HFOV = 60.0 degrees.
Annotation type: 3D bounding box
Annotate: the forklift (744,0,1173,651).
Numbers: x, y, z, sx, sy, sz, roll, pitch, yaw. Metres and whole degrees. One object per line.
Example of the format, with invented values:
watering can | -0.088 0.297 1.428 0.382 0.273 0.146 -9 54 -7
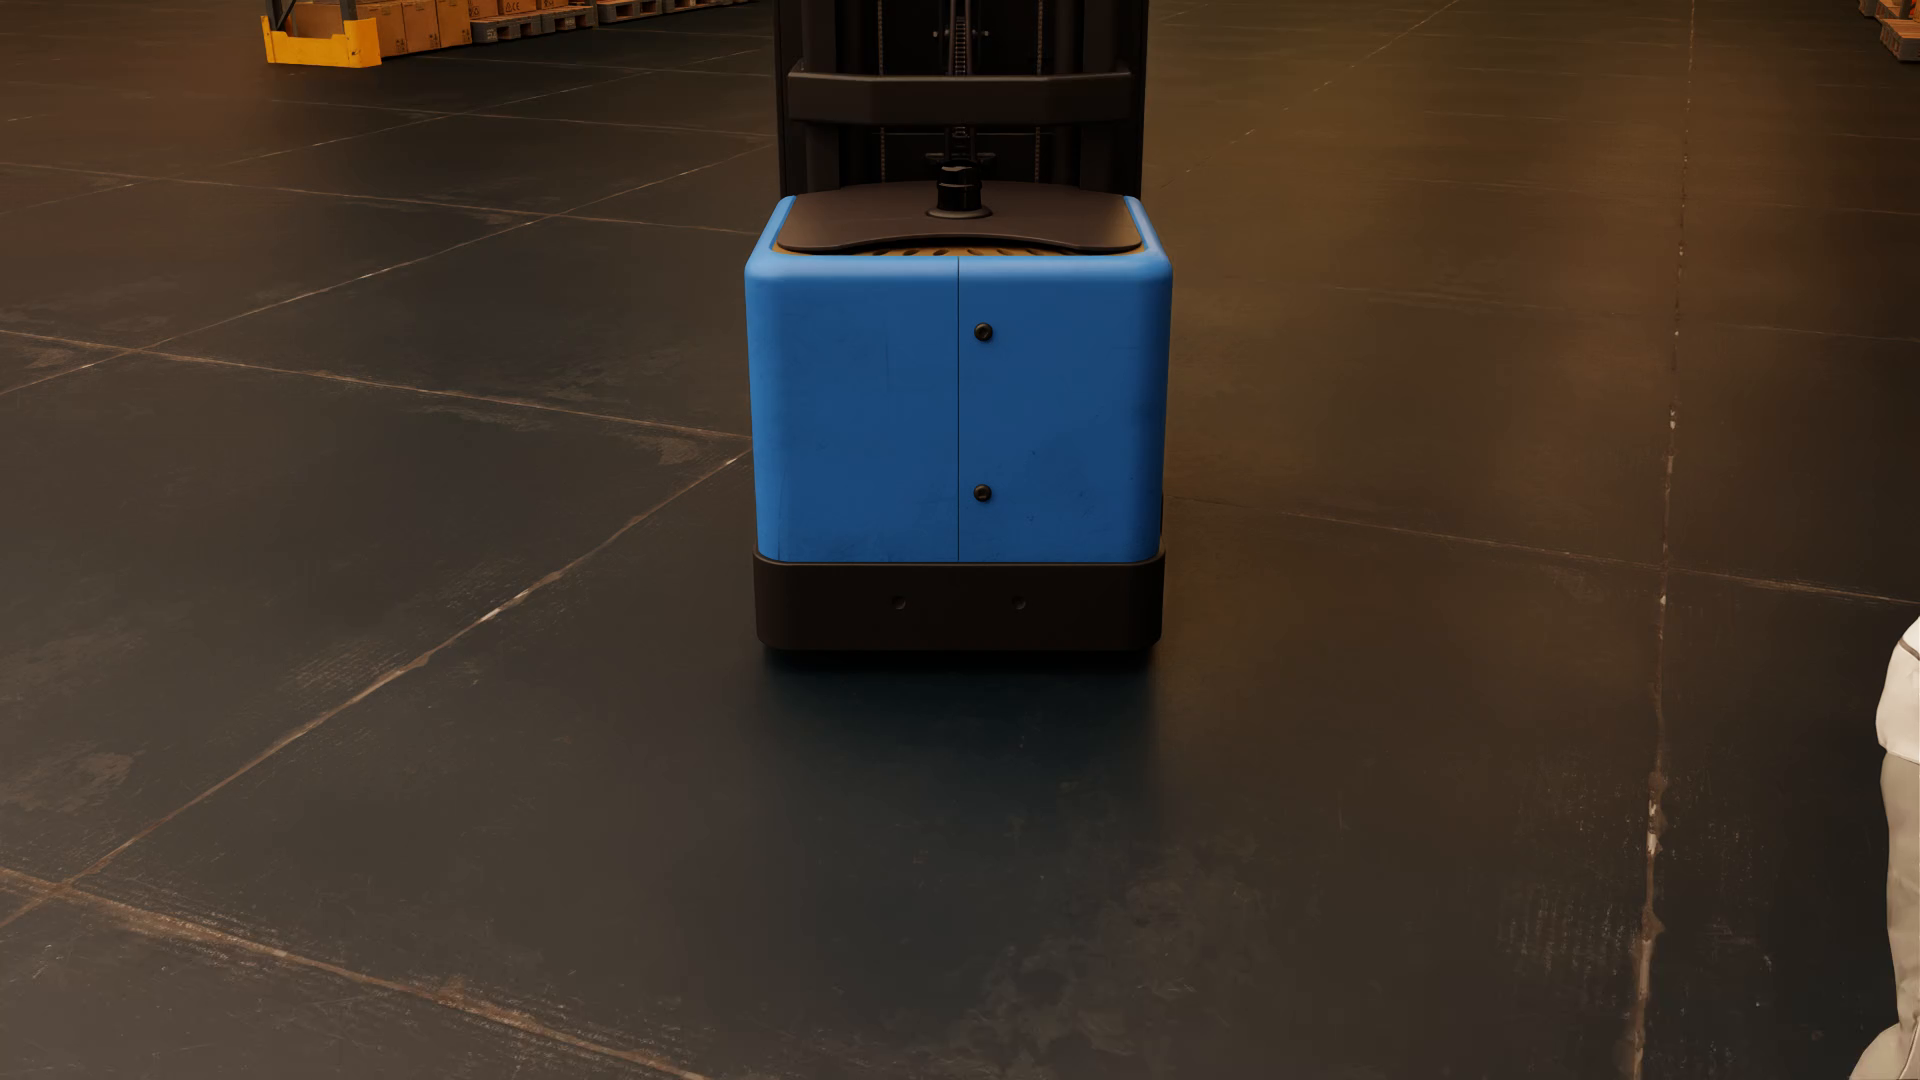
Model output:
forklift | 0.002 -1.587 5.089 1.130 2.935 3.031 0 23 0
